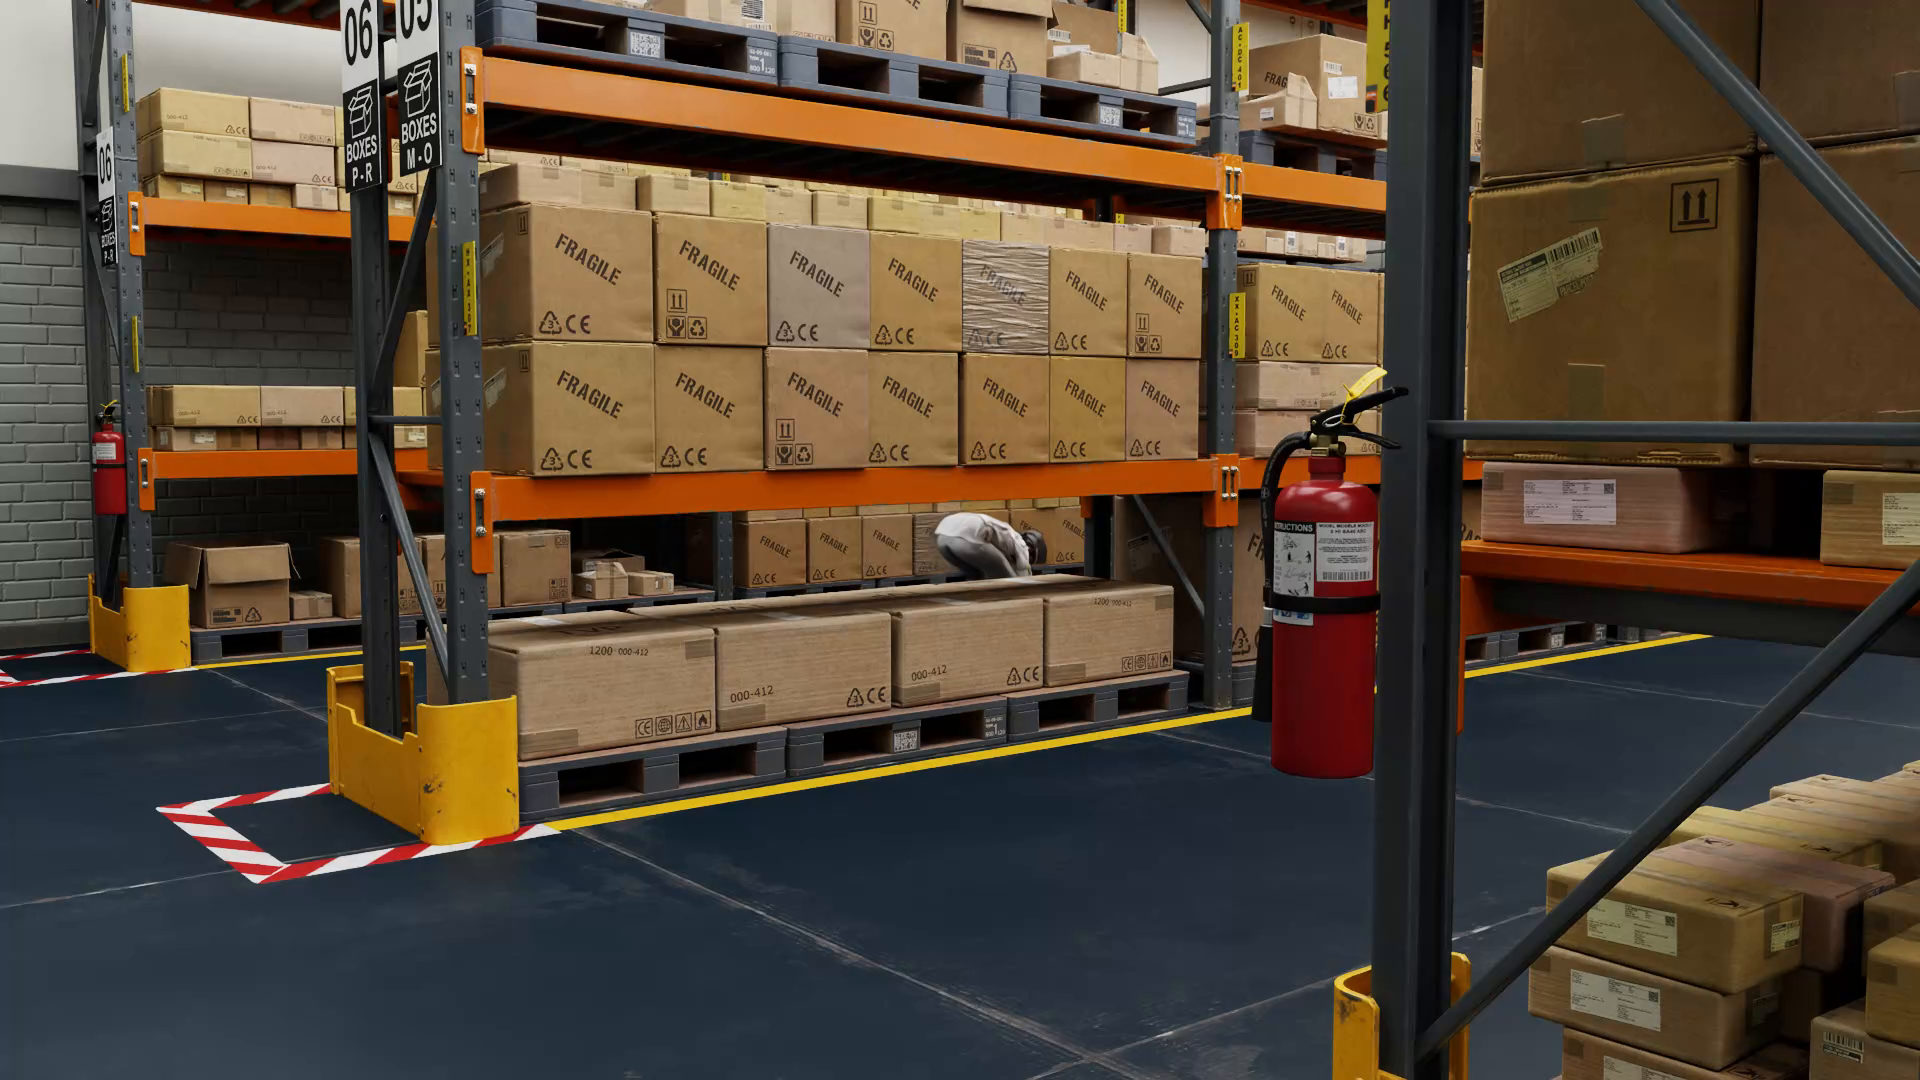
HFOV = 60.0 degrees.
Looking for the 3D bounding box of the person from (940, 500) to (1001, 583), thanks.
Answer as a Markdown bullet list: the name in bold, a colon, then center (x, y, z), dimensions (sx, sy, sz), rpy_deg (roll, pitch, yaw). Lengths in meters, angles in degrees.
- **person**: center (0.072, -0.160, 11.308), dimensions (0.373, 1.662, 0.535), rpy_deg (-4, 6, -42)
